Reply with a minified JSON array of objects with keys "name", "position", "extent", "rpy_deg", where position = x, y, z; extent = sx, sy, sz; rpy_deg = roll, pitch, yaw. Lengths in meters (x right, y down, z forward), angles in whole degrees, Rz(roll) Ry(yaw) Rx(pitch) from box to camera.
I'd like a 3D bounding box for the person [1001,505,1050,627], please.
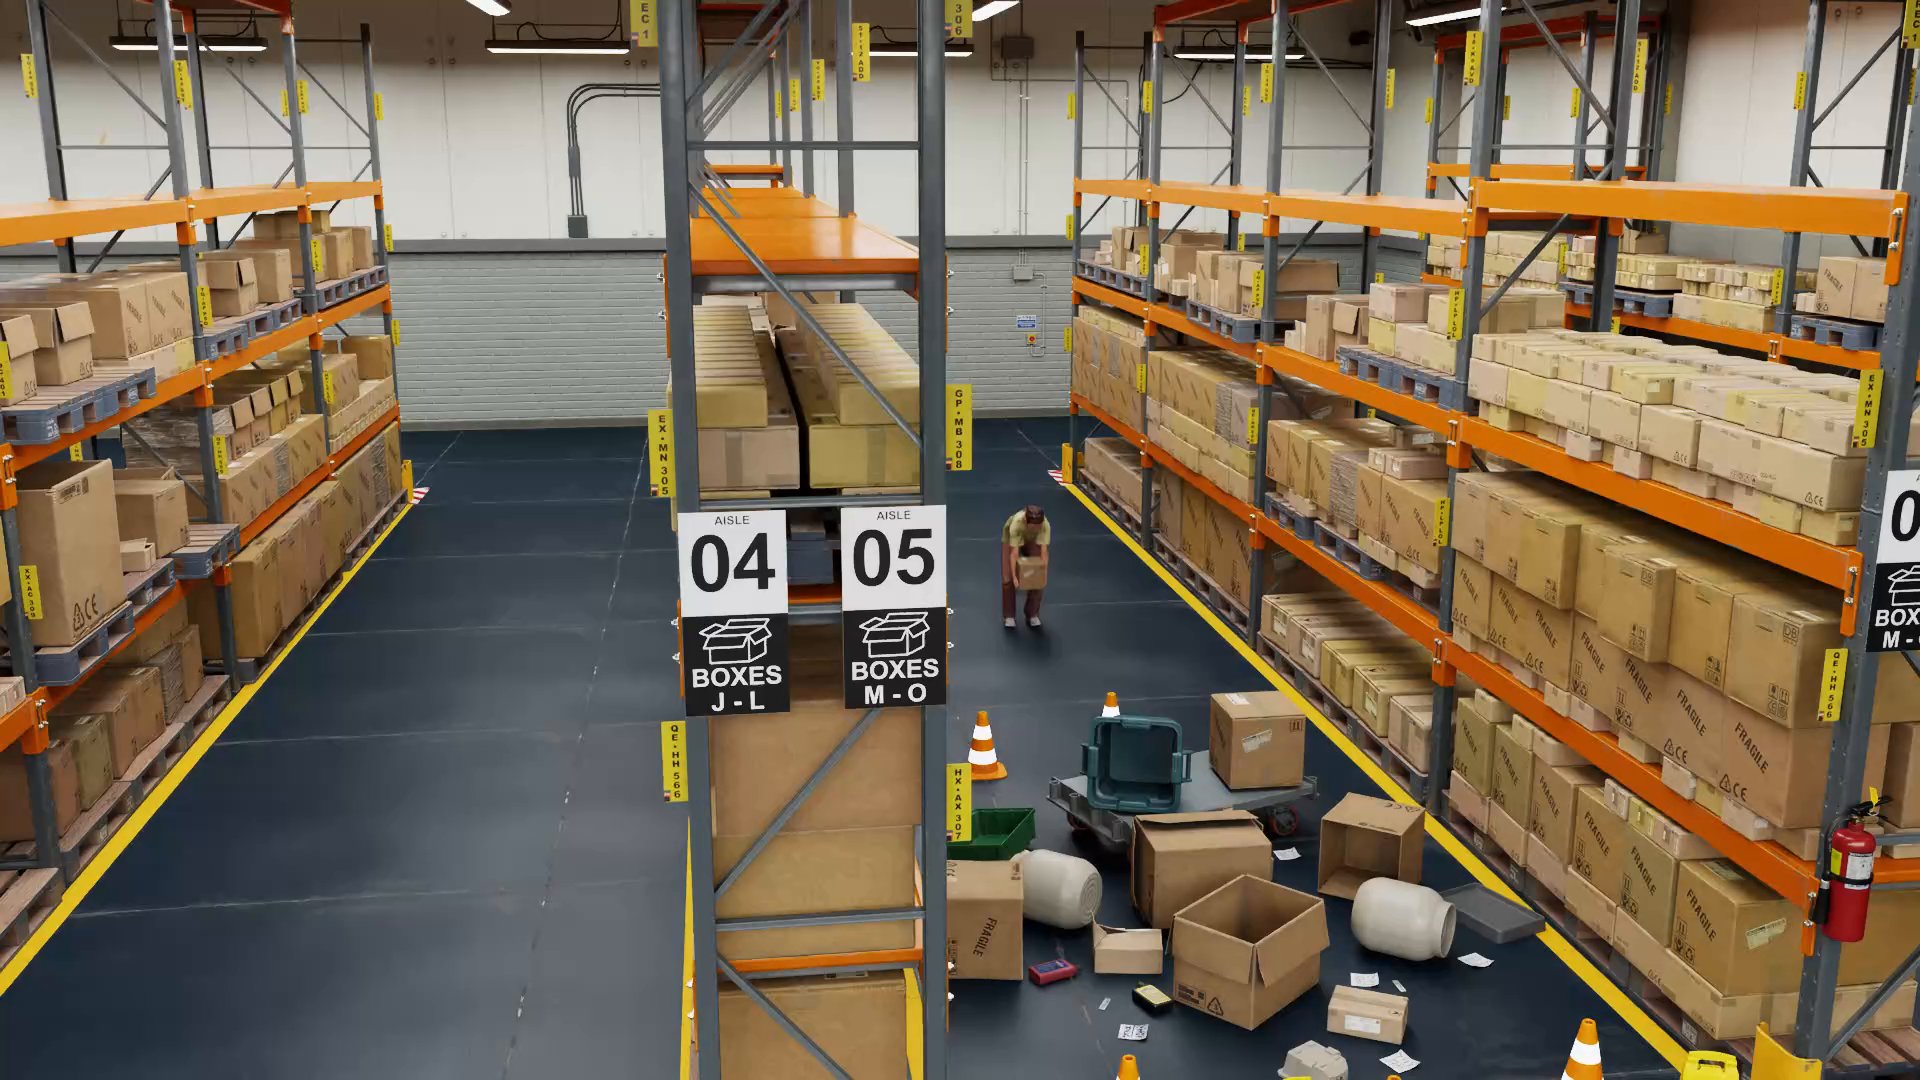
[{"name":"person","position":[0.631,0.241,15.854],"extent":[0.426,1.272,0.820],"rpy_deg":[-2,13,-10]}]
